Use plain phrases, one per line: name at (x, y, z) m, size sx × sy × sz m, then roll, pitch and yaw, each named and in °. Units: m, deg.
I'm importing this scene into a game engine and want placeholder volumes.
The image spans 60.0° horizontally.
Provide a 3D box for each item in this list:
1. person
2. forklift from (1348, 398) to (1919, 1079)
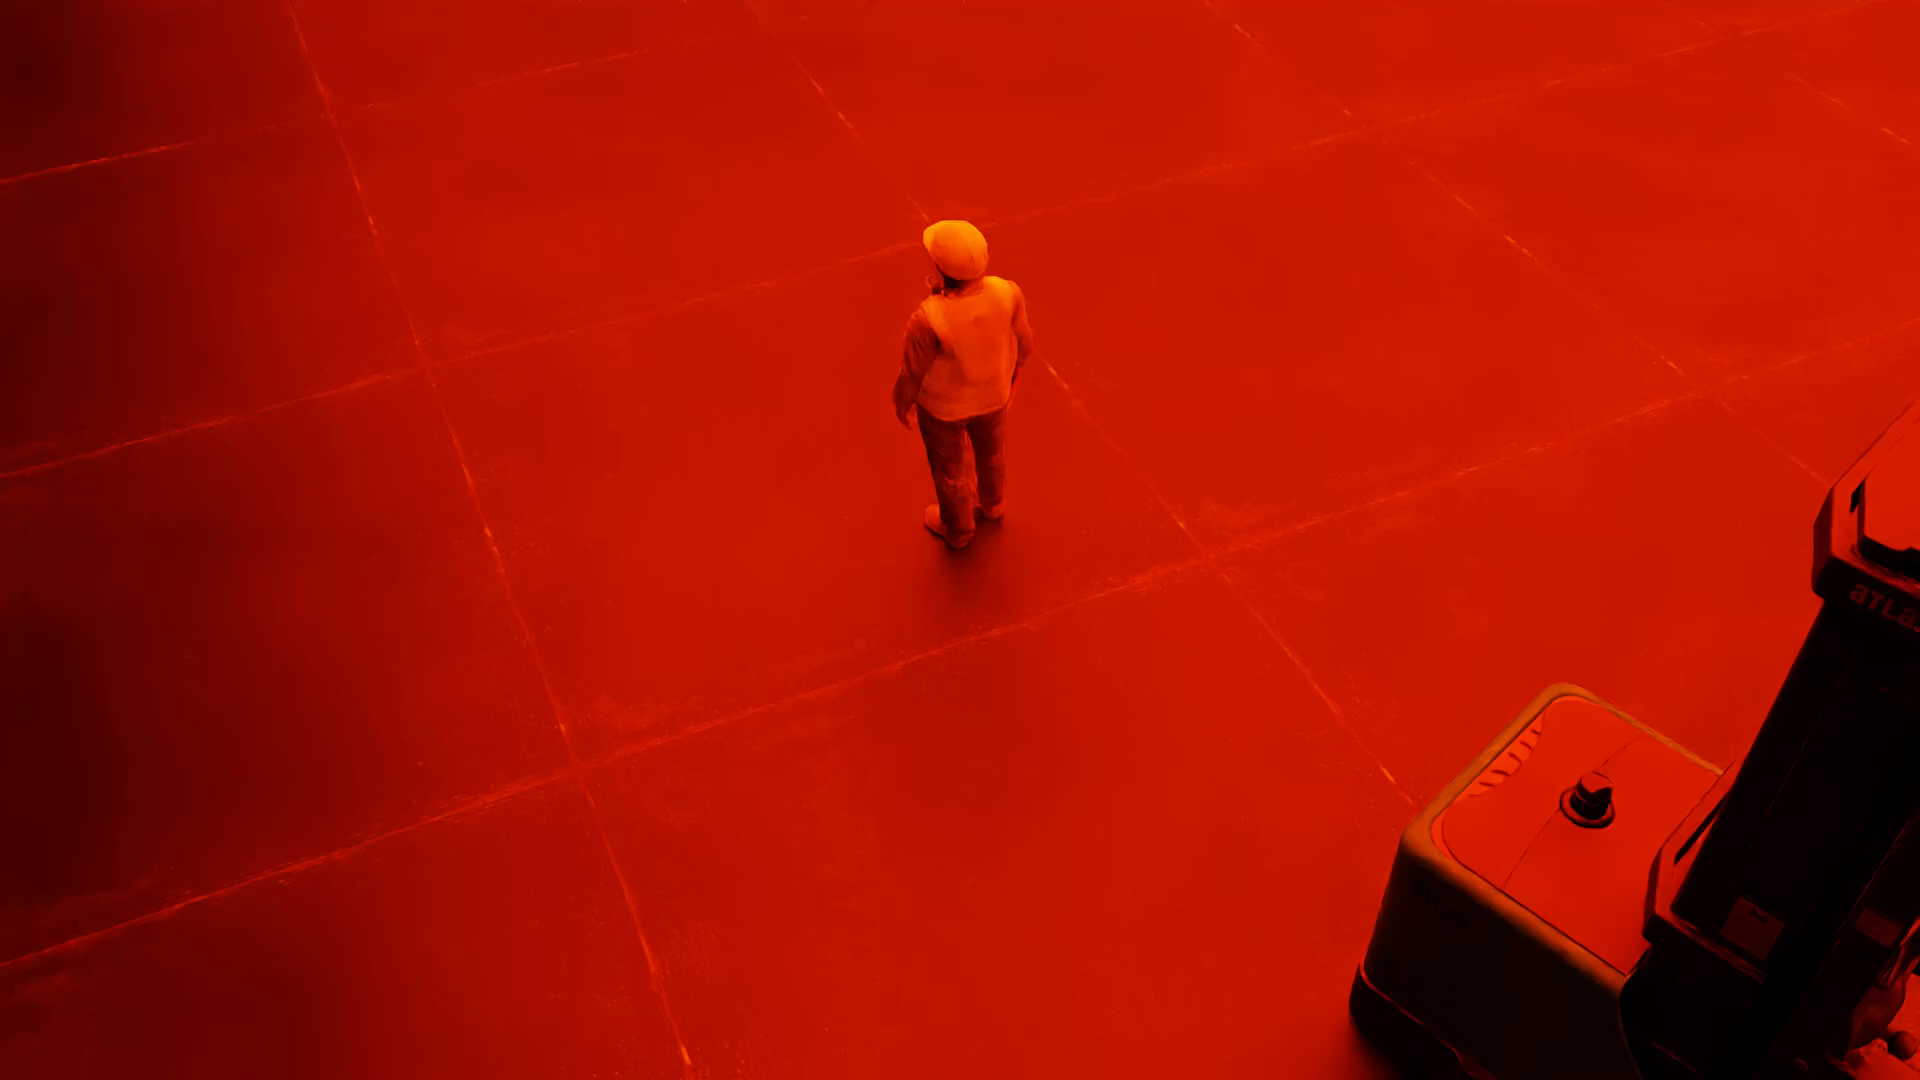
person at (-0.019, -0.695, 7.262) m, size 0.632 × 1.773 × 0.567 m, roll -18°, pitch 46°, yaw -18°
forklift at (2.784, 1.128, 4.472) m, size 1.130 × 2.935 × 3.031 m, roll -34°, pitch 53°, yaw -31°
